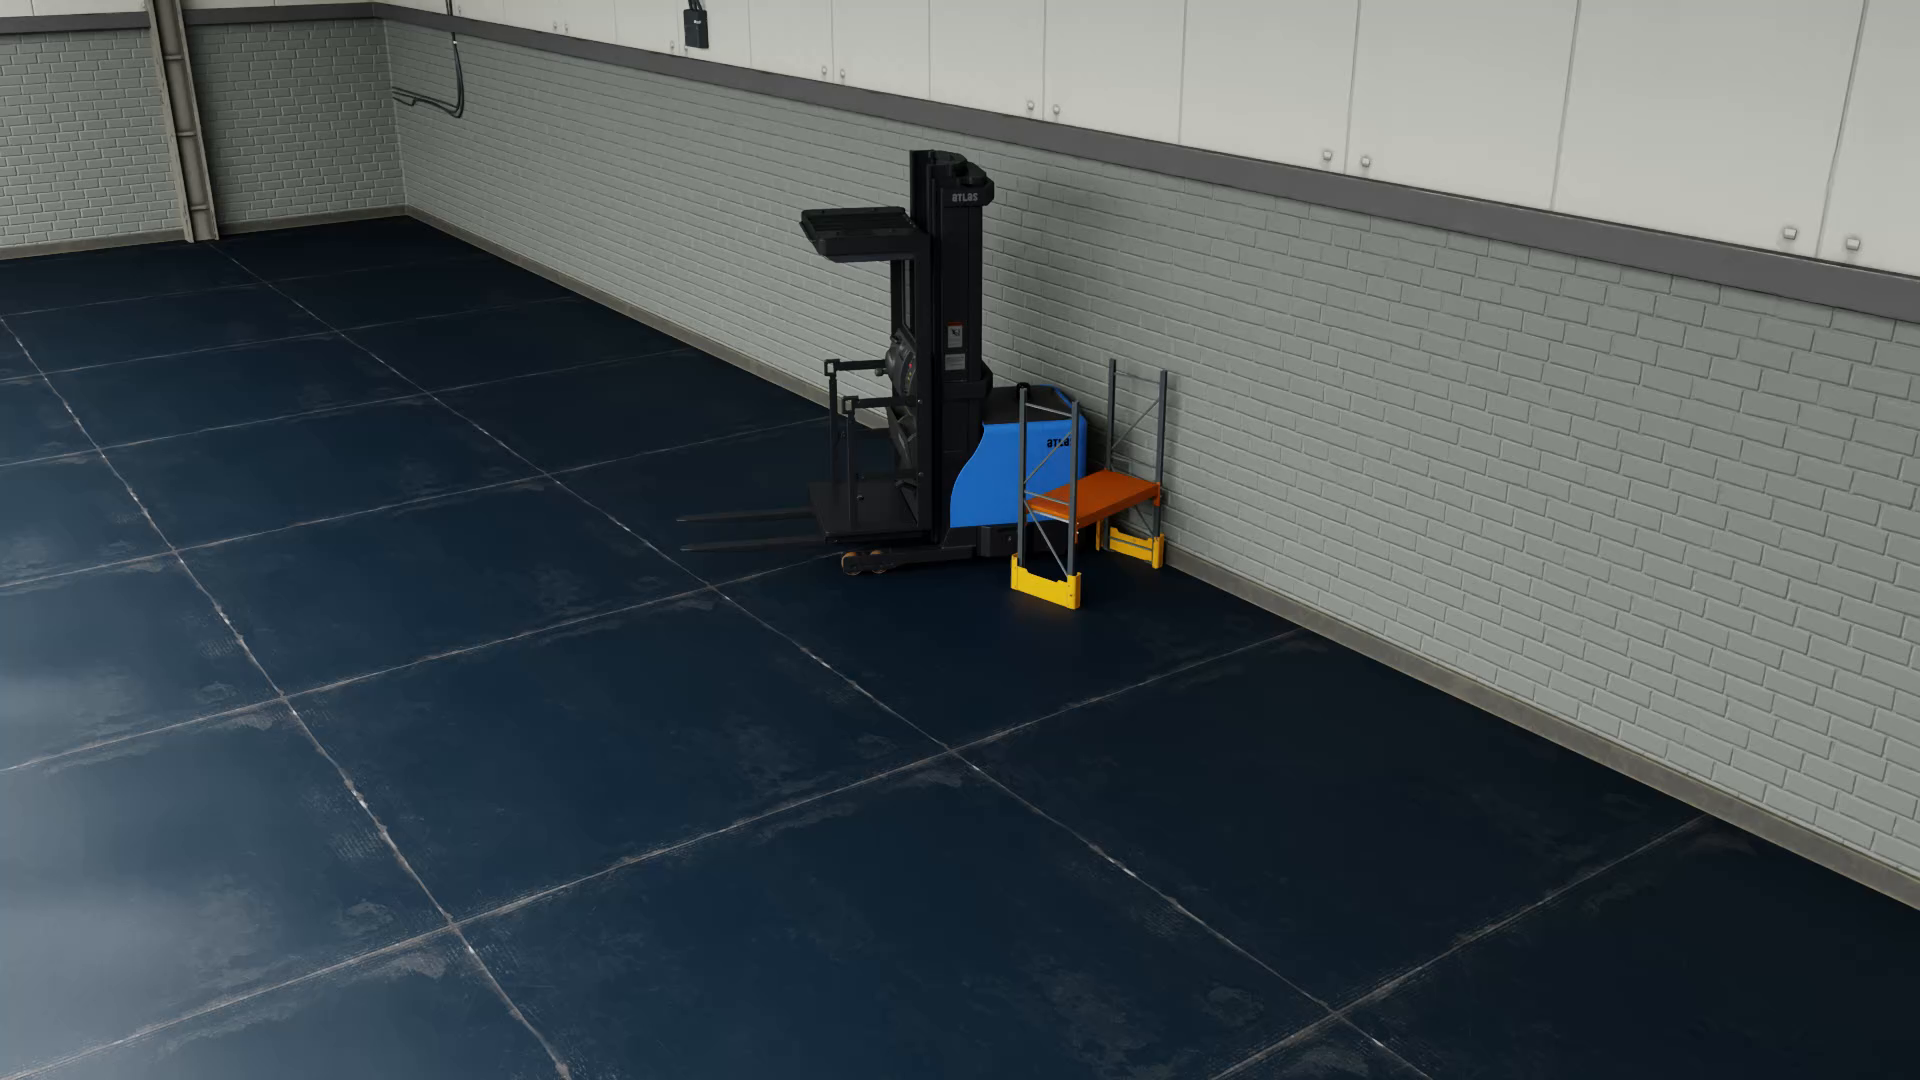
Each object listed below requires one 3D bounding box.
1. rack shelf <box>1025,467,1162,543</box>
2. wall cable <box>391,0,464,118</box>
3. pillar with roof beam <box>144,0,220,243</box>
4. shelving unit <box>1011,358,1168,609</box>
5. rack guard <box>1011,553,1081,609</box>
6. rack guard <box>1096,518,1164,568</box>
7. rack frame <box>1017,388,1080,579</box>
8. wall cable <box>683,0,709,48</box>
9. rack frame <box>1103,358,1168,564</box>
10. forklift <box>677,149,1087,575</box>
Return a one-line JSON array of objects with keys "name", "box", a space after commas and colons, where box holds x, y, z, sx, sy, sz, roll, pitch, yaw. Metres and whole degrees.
[{"name": "rack shelf", "box": [0.948, -0.264, 12.019, 0.538, 0.185, 1.000, 18, 28, 38]}, {"name": "wall cable", "box": [-7.588, -7.247, 23.105, 0.112, 2.526, 3.097, -15, 26, -33]}, {"name": "pillar with roof beam", "box": [-8.238, -7.154, 18.682, 0.400, 9.000, 9.100, -15, 26, -33]}, {"name": "shelving unit", "box": [0.942, -0.428, 11.946, 0.587, 1.500, 1.083, 18, 28, 38]}, {"name": "rack guard", "box": [0.610, 0.289, 11.834, 0.587, 0.250, 0.087, 18, 28, 38]}, {"name": "rack guard", "box": [1.275, 0.015, 12.522, 0.587, 0.250, 0.087, 18, 28, 38]}, {"name": "rack frame", "box": [0.609, -0.291, 11.601, 0.500, 1.500, 0.032, 18, 28, 38]}, {"name": "wall cable", "box": [-2.057, -7.409, 14.733, 0.169, 6.003, 2.305, -15, 26, -33]}, {"name": "rack frame", "box": [1.288, -0.571, 12.304, 0.500, 1.500, 0.032, 18, 28, 38]}, {"name": "forklift", "box": [-0.616, -1.315, 12.236, 3.031, 2.935, 1.130, -4, 22, -11]}]
